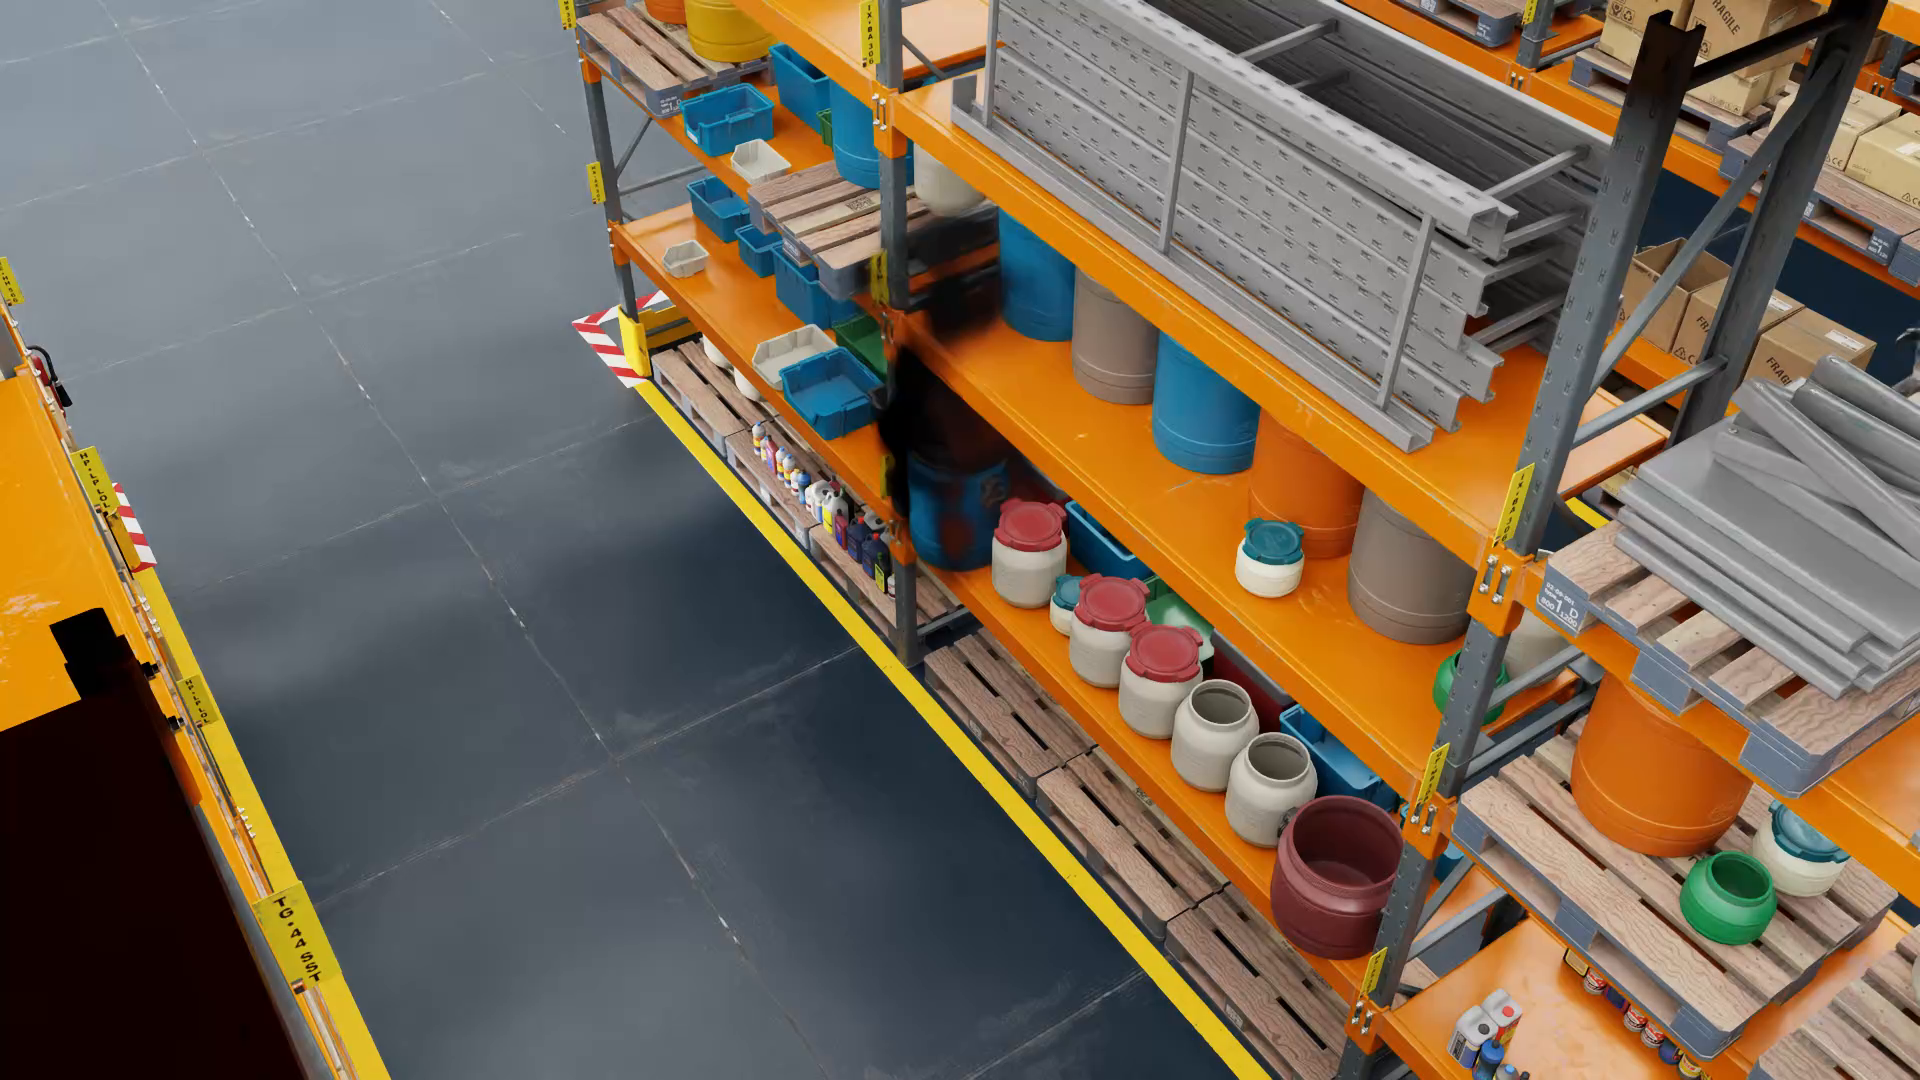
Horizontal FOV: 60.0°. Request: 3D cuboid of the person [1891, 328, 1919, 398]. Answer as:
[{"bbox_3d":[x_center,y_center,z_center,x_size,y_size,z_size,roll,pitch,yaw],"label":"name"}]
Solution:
[{"bbox_3d":[6.940,-1.145,11.697,0.842,1.753,0.652,28,50,27],"label":"person"}]
